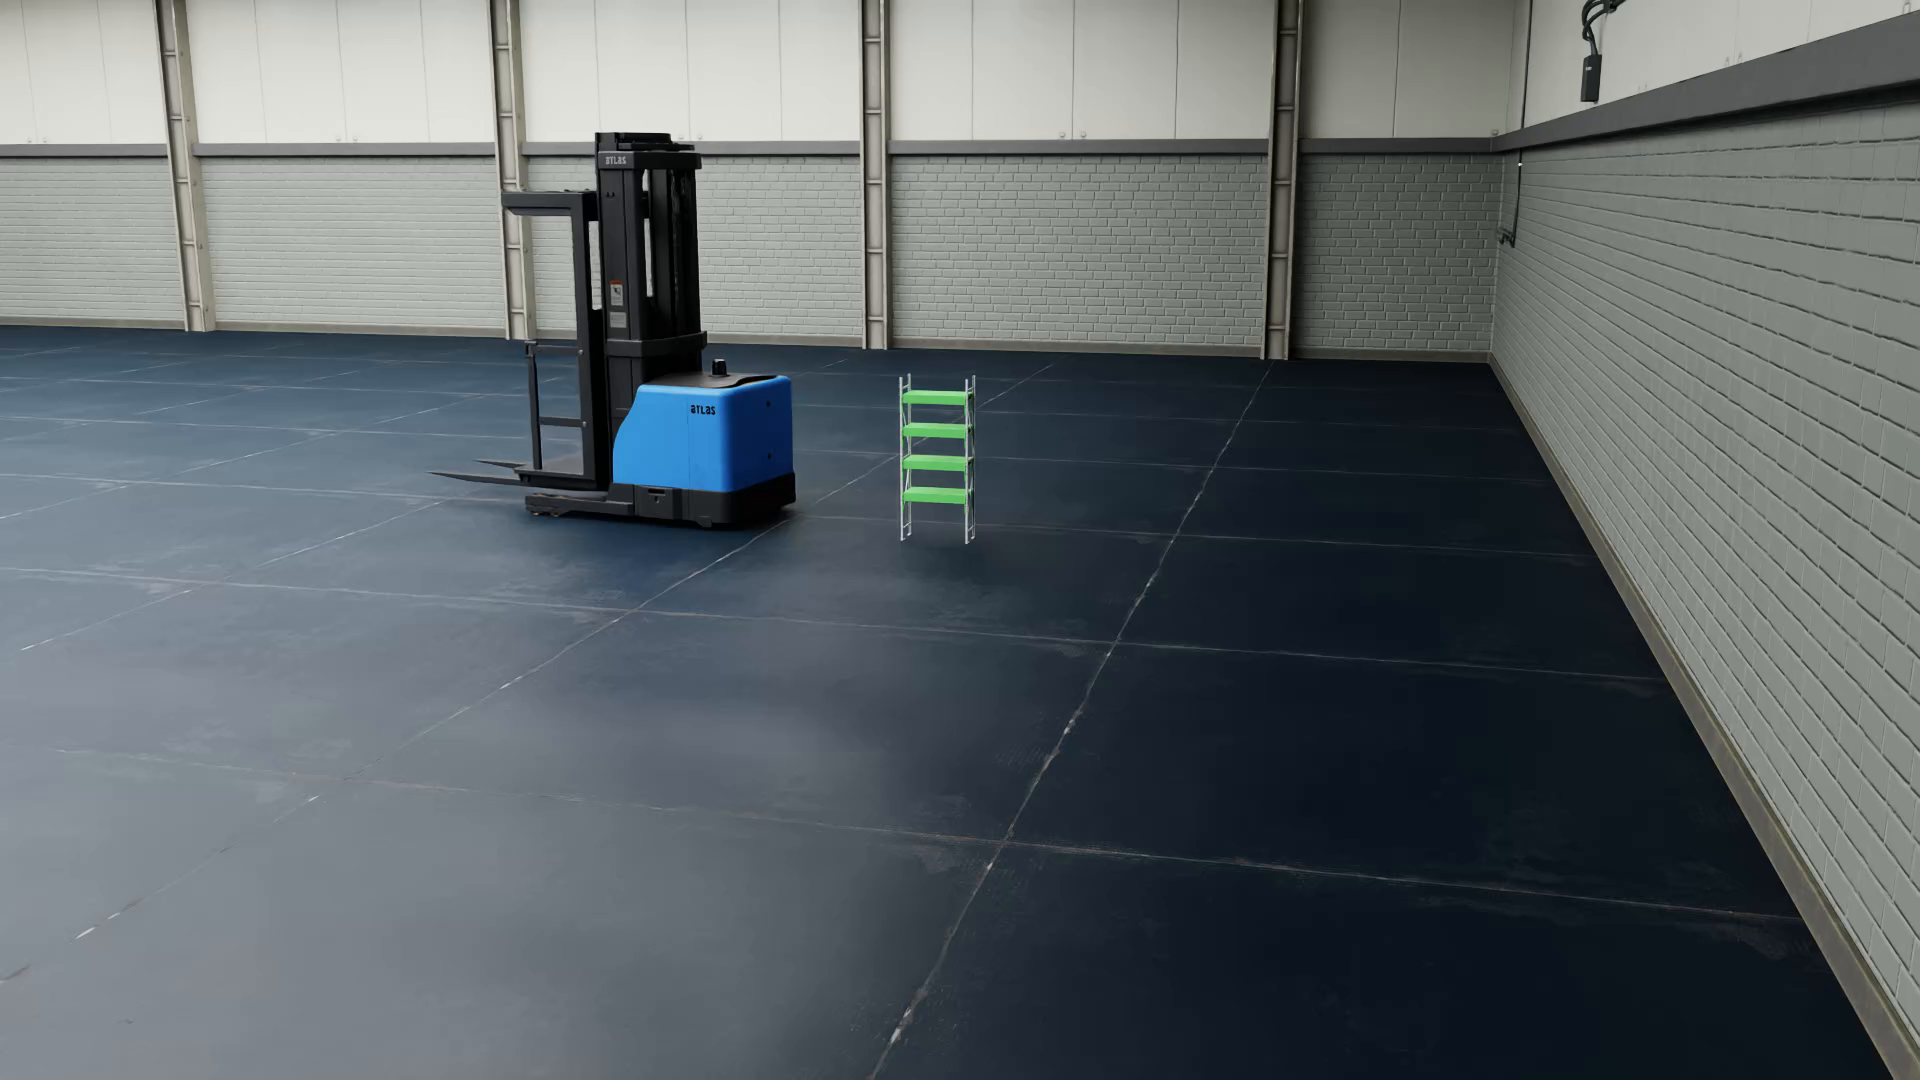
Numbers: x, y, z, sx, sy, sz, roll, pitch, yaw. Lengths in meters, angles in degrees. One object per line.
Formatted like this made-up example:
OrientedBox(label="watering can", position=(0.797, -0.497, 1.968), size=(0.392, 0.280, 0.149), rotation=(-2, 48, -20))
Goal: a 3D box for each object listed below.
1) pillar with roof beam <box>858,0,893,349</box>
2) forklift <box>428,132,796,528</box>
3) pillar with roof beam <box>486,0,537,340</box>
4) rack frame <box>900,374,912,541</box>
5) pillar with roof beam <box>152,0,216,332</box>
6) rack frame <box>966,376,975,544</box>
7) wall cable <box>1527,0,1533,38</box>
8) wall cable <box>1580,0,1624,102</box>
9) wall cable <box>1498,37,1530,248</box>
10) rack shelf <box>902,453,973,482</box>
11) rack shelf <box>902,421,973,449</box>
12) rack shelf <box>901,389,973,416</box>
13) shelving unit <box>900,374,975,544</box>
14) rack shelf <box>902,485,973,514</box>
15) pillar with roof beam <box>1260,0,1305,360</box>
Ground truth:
OrientedBox(label="pillar with roof beam", position=(-2.294, -6.430, 20.438), size=(0.400, 9.000, 9.100), rotation=(3, 13, 14))
OrientedBox(label="forklift", position=(-2.879, -1.711, 13.177), size=(3.031, 2.935, 1.130), rotation=(5, 14, 23))
OrientedBox(label="pillar with roof beam", position=(-8.119, -6.741, 21.842), size=(0.400, 9.000, 9.100), rotation=(3, 13, 14))
OrientedBox(label="rack frame", position=(-0.398, -0.607, 12.200), size=(0.015, 1.200, 0.240), rotation=(3, 13, 14))
OrientedBox(label="pillar with roof beam", position=(-13.944, -7.052, 23.245), size=(0.400, 9.000, 9.100), rotation=(3, 13, 14))
OrientedBox(label="rack frame", position=(0.076, -0.582, 12.085), size=(0.015, 1.200, 0.240), rotation=(3, 13, 14))
OrientedBox(label="wall cable", position=(6.458, -6.973, 18.398), size=(0.112, 2.526, 3.097), rotation=(3, 13, 14))
OrientedBox(label="wall cable", position=(4.816, -6.257, 11.810), size=(0.169, 6.003, 2.305), rotation=(3, 13, 14))
OrientedBox(label="wall cable", position=(7.106, -5.077, 21.509), size=(0.112, 2.526, 3.097), rotation=(3, 13, 14))
OrientedBox(label="rack shelf", position=(-0.161, -0.532, 12.156), size=(0.480, 0.148, 0.258), rotation=(3, 13, 14))
OrientedBox(label="rack shelf", position=(-0.161, -0.766, 12.104), size=(0.480, 0.148, 0.258), rotation=(3, 13, 14))
OrientedBox(label="rack shelf", position=(-0.161, -1.001, 12.052), size=(0.480, 0.148, 0.258), rotation=(3, 13, 14))
OrientedBox(label="shelving unit", position=(-0.161, -0.594, 12.143), size=(0.503, 1.200, 0.258), rotation=(3, 13, 14))
OrientedBox(label="rack shelf", position=(-0.161, -0.298, 12.208), size=(0.480, 0.148, 0.258), rotation=(3, 13, 14))
OrientedBox(label="pillar with roof beam", position=(3.531, -6.118, 19.035), size=(0.400, 9.000, 9.100), rotation=(3, 13, 14))
